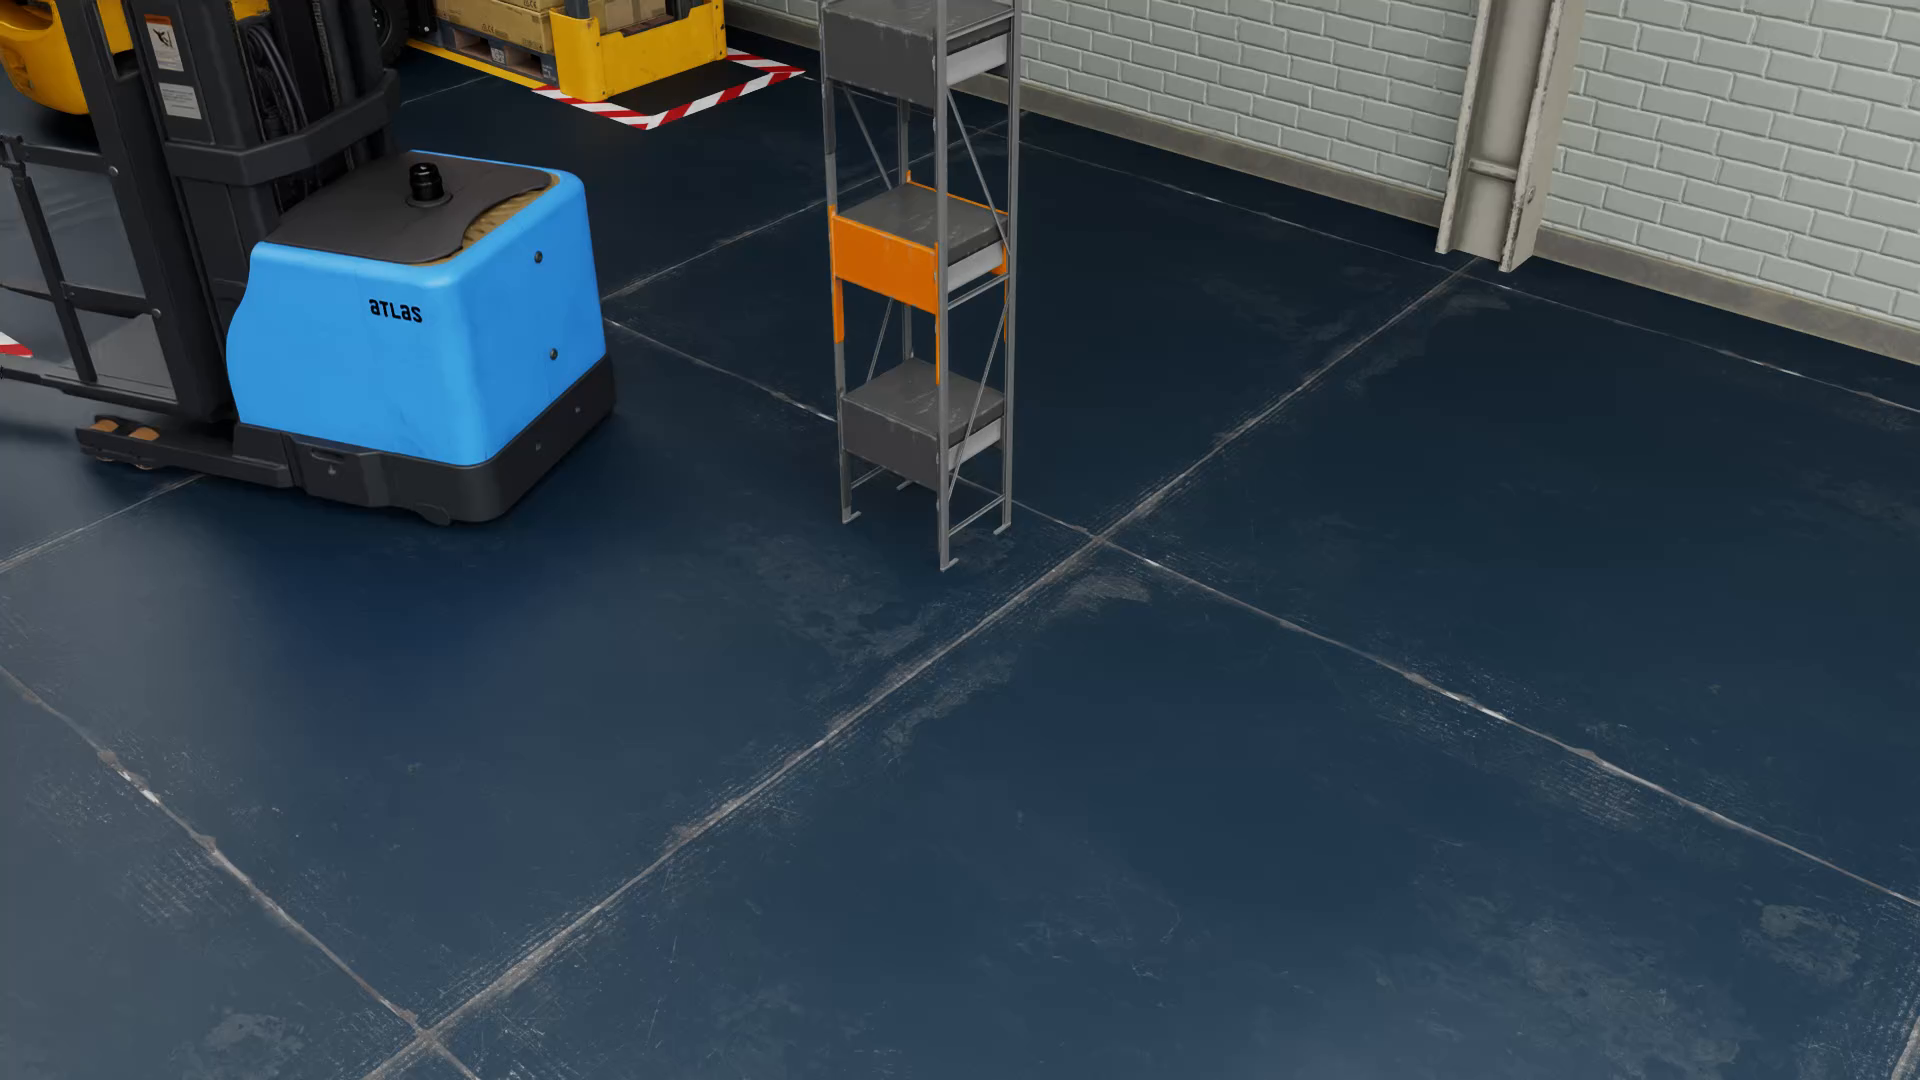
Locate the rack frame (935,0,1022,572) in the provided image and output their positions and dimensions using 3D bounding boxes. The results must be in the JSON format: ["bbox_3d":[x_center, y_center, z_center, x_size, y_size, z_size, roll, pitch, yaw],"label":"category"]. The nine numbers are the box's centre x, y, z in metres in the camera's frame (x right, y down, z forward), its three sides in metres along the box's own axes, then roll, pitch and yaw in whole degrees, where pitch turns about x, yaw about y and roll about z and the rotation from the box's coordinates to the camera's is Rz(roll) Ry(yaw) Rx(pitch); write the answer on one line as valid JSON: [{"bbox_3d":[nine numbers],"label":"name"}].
[{"bbox_3d":[0.060,-0.837,5.614,0.015,2.100,0.400,25,42,32],"label":"rack frame"}]

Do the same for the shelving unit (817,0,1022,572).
[{"bbox_3d":[-0.127,-0.926,5.743,0.503,2.100,0.431,25,42,32],"label":"shelving unit"}]

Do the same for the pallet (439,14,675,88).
[{"bbox_3d":[-2.630,-3.324,10.903,1.213,0.211,1.003,25,42,32],"label":"pallet"}]

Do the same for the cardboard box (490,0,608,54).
[{"bbox_3d":[-2.578,-3.287,10.444,0.500,0.250,0.500,26,42,32],"label":"cardboard box"}]

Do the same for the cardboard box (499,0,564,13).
[{"bbox_3d":[-2.589,-3.500,10.313,0.500,0.250,0.500,25,41,31],"label":"cardboard box"}]

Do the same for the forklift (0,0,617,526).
[{"bbox_3d":[-3.011,-1.758,6.221,3.031,2.935,1.130,11,36,16],"label":"forklift"}]

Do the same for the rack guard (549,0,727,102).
[{"bbox_3d":[-1.997,-3.175,10.432,0.348,0.500,1.175,25,42,32],"label":"rack guard"}]

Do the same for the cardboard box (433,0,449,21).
[{"bbox_3d":[-3.333,-3.656,10.982,0.500,0.250,0.500,26,42,32],"label":"cardboard box"}]

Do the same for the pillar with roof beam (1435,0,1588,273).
[{"bbox_3d":[-0.117,-3.285,3.085,0.400,9.000,9.100,25,42,32],"label":"pillar with roof beam"}]

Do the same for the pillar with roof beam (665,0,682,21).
[{"bbox_3d":[-4.728,-5.459,6.249,0.400,9.000,9.100,25,42,32],"label":"pillar with roof beam"}]

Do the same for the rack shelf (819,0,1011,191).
[{"bbox_3d":[-0.127,-1.491,5.354,0.480,0.518,0.431,25,42,32],"label":"rack shelf"}]

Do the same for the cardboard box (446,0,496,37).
[{"bbox_3d":[-2.954,-3.471,10.712,0.500,0.250,0.500,25,42,32],"label":"cardboard box"}]

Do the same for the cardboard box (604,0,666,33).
[{"bbox_3d":[-2.267,-3.517,10.779,0.500,0.250,0.500,25,42,32],"label":"cardboard box"}]

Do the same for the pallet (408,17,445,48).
[{"bbox_3d":[-3.563,-3.766,11.547,1.213,0.211,1.003,25,42,32],"label":"pallet"}]

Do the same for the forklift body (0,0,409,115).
[{"bbox_3d":[-4.640,-3.757,9.821,1.214,2.155,2.313,25,42,32],"label":"forklift body"}]

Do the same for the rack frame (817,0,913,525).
[{"bbox_3d":[-0.315,-1.014,5.872,0.015,2.100,0.400,25,42,32],"label":"rack frame"}]

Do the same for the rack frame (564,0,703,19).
[{"bbox_3d":[-2.015,-4.214,9.737,0.127,3.000,1.000,25,42,32],"label":"rack frame"}]

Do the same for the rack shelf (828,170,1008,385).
[{"bbox_3d":[-0.127,-0.914,5.751,0.480,0.518,0.431,25,42,32],"label":"rack shelf"}]

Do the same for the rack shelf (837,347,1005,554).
[{"bbox_3d":[-0.127,-0.337,6.147,0.480,0.518,0.431,25,42,32],"label":"rack shelf"}]
